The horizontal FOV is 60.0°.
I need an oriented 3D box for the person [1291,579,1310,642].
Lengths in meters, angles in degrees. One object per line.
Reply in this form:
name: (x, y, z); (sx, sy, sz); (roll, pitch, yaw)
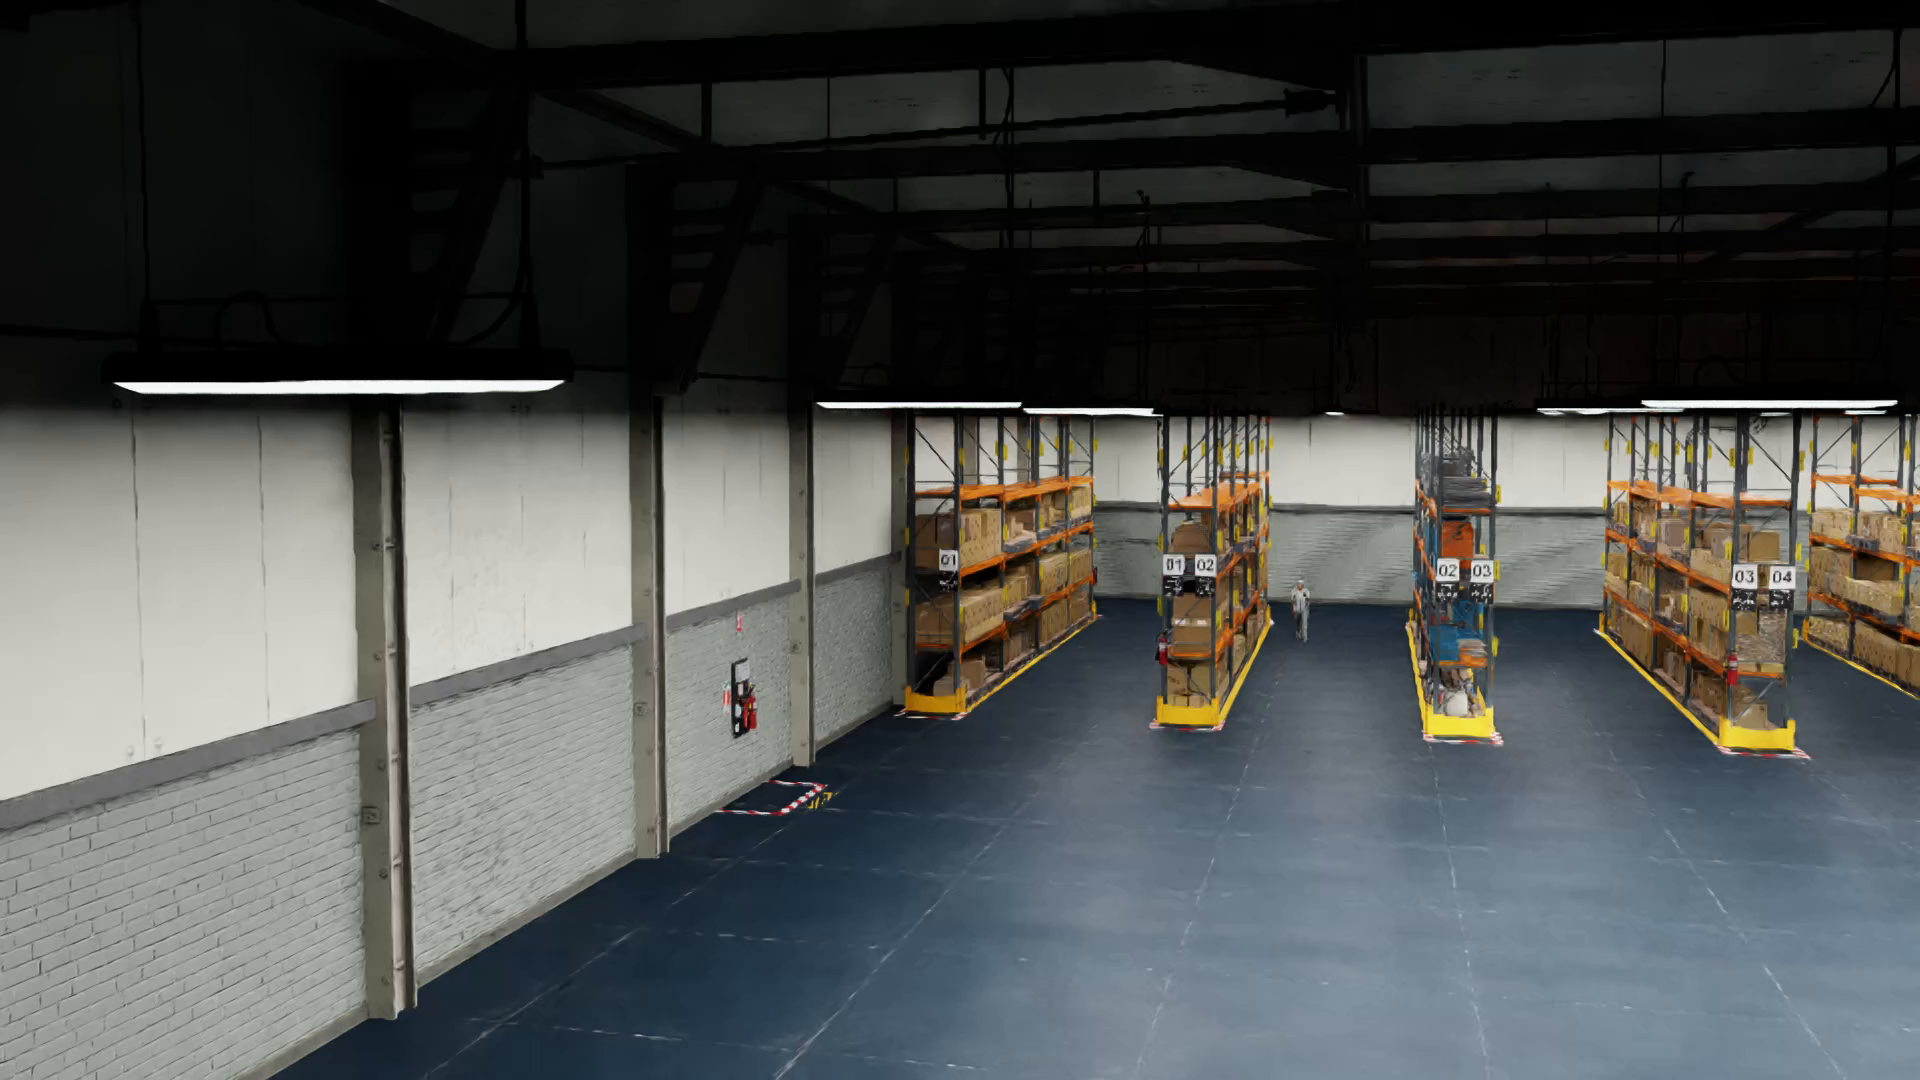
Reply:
person: (8.782, 1.797, 42.898); (0.497, 1.583, 1.070); (1, 4, 16)

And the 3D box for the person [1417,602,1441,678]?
person: (9.905, 2.133, 35.028); (0.540, 1.645, 0.591); (2, 5, 24)
